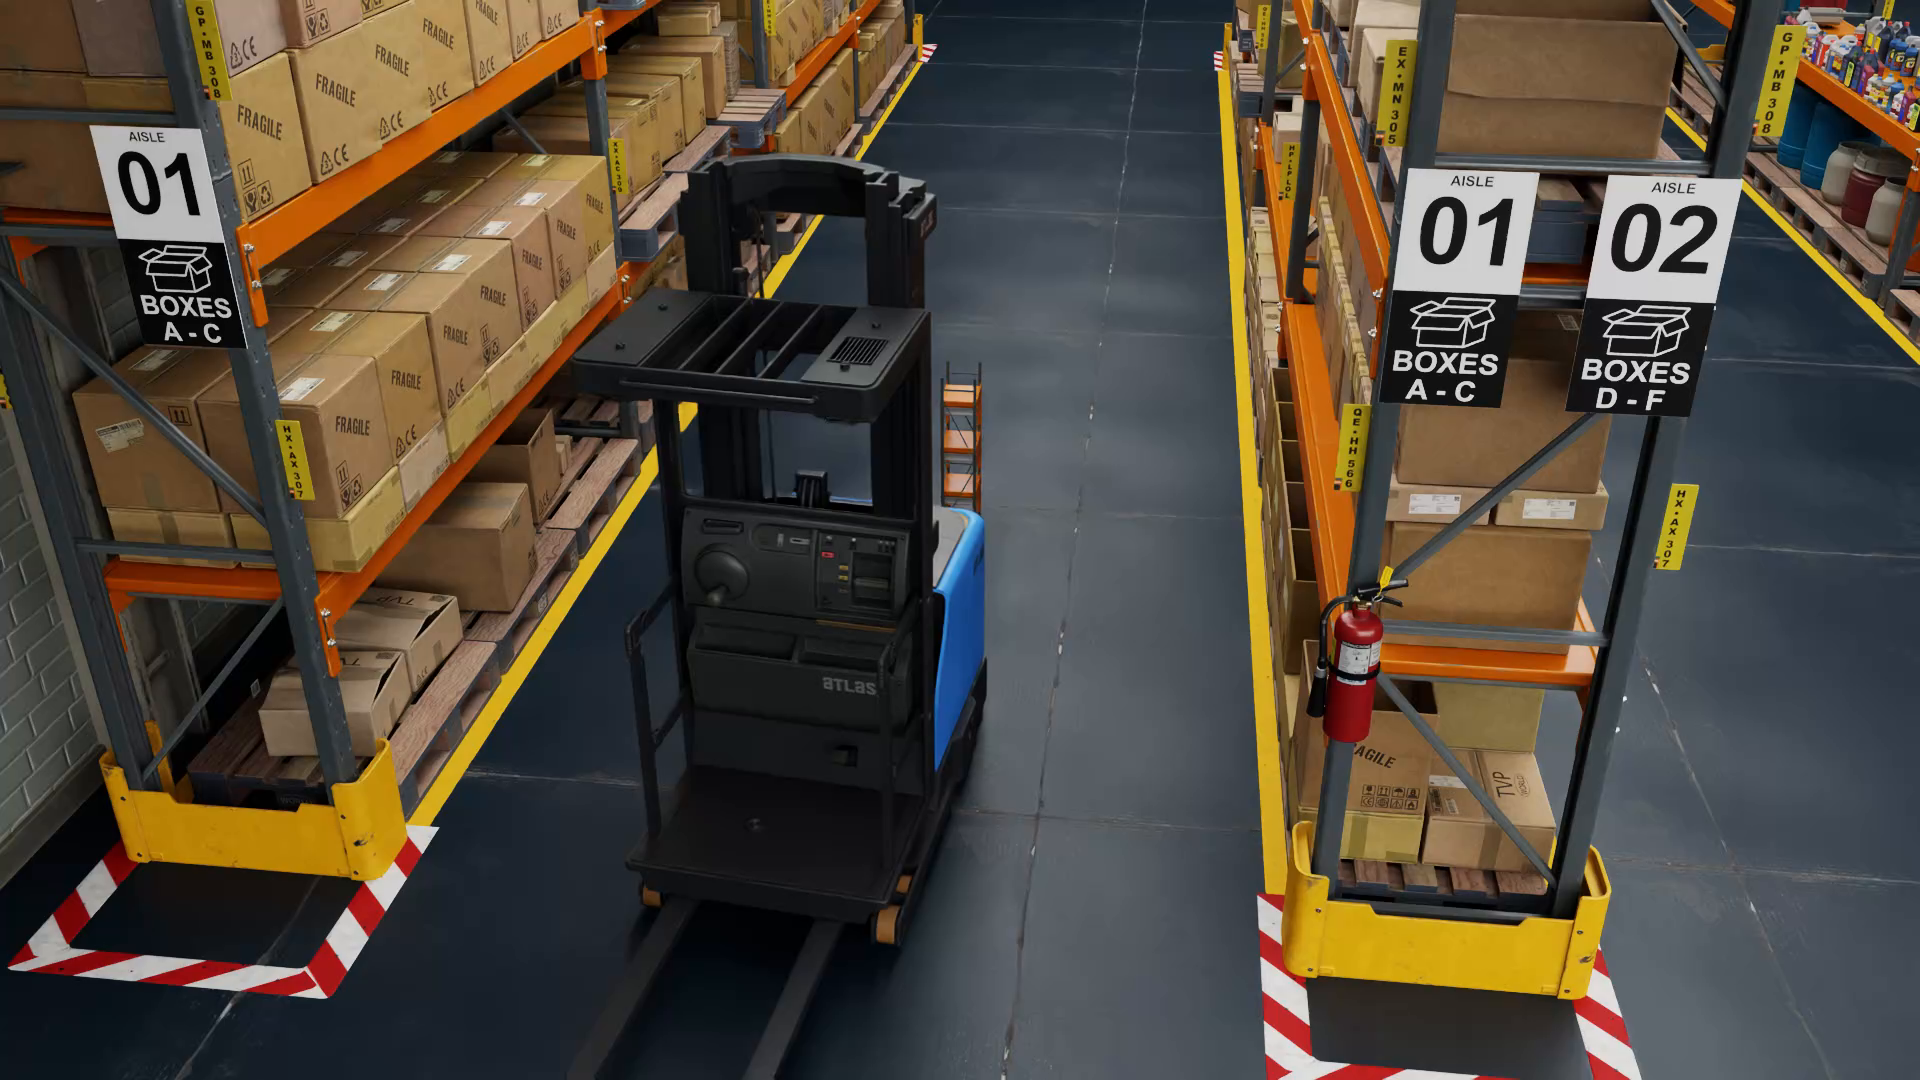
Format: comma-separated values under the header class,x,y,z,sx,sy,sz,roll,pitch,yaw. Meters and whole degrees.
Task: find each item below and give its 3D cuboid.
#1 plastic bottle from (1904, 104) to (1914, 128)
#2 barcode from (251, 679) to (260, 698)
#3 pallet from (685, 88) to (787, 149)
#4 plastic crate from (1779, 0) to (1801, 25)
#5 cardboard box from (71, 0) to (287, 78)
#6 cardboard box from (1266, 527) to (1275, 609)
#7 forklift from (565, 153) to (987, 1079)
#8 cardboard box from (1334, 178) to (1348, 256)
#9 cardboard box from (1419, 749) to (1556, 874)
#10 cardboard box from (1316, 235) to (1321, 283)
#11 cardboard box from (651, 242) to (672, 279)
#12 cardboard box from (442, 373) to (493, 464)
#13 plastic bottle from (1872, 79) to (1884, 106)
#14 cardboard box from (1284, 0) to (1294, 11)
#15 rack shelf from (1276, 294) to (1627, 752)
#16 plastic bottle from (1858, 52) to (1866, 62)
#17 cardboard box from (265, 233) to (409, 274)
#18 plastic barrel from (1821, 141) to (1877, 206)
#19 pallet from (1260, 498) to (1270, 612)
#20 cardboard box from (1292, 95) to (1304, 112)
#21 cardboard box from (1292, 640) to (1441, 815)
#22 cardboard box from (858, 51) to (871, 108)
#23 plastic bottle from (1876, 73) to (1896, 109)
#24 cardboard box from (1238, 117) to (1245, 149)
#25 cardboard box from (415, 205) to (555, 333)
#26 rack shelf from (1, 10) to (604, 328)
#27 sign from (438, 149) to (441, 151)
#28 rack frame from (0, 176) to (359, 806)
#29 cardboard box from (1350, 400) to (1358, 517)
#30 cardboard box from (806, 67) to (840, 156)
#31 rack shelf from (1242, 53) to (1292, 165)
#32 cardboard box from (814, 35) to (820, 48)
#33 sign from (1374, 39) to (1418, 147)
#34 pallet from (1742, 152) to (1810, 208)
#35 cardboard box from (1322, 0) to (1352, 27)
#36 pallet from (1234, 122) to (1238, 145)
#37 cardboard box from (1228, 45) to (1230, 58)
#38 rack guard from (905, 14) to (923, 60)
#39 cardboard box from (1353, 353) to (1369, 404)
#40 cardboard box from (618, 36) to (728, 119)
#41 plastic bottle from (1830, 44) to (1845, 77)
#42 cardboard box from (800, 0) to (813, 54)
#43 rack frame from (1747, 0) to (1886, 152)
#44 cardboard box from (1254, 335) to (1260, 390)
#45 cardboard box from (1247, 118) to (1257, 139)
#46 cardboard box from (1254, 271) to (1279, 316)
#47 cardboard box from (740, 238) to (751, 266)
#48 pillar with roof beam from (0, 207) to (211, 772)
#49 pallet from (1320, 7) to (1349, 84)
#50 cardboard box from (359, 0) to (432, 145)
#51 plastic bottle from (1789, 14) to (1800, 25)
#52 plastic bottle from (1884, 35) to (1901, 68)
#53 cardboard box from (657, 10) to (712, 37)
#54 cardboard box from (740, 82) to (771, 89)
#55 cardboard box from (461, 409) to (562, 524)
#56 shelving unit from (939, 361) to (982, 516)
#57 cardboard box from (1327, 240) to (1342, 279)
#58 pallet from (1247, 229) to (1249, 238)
class,x,y,z,sx,sy,sz,roll,pitch,yaw
plastic bottle,7.439,-3.319,12.958,0.097,0.201,0.097,0,28,0
barcode,-3.252,0.686,7.676,0.001,0.075,0.075,3,28,6
pallet,-2.033,-3.288,12.893,1.213,0.211,1.003,3,28,6
plastic crate,7.990,-5.280,16.342,0.392,0.384,0.575,3,28,6
cardboard box,-2.744,-1.929,5.825,0.500,0.500,0.500,1,28,3
cardboard box,1.885,0.151,8.763,0.500,0.250,0.500,3,28,6
forklift,-0.702,0.145,6.390,1.130,2.935,3.031,6,29,11
cardboard box,2.266,-1.713,8.294,0.700,0.500,0.500,3,28,6
cardboard box,2.172,1.124,6.957,0.500,0.250,0.500,3,28,6
cardboard box,2.392,-1.713,9.926,0.500,0.250,0.500,5,29,9
cardboard box,-2.357,-2.055,11.782,0.500,0.250,0.500,3,28,5
cardboard box,-2.539,-0.587,7.814,0.500,0.250,0.500,3,28,5
plastic bottle,7.527,-3.657,13.585,0.097,0.201,0.097,0,28,0
cardboard box,3.132,-4.379,14.168,0.700,0.500,0.500,9,30,16
rack shelf,2.130,-0.287,7.878,1.077,0.370,4.000,3,28,6
plastic bottle,7.646,-3.986,14.110,0.061,0.283,0.133,3,28,6
cardboard box,-2.993,-1.172,8.110,0.500,0.500,0.500,4,29,7
plastic barrel,7.943,-3.262,14.822,0.421,0.512,0.421,0,28,0
pallet,2.236,0.054,9.426,1.003,0.211,1.213,3,28,6
cardboard box,2.777,-3.220,12.658,0.500,0.311,0.500,5,29,9
cardboard box,1.655,0.764,6.836,0.500,0.500,0.500,3,28,6
cardboard box,-1.368,-5.027,18.112,0.700,0.500,0.500,4,29,7
plastic bottle,7.515,-3.642,13.483,0.097,0.271,0.097,0,28,0
cardboard box,3.054,-4.190,16.537,0.500,0.500,0.500,2,28,4
cardboard box,-2.420,-1.392,8.517,0.500,0.500,0.500,3,28,5
rack shelf,-2.787,-1.894,7.698,1.077,0.370,4.000,3,28,6
sign,-3.093,-2.371,9.768,0.100,0.325,0.005,3,28,6
rack frame,-3.032,0.052,6.491,1.000,3.000,0.127,3,28,6
cardboard box,2.081,-0.406,7.236,0.700,0.500,0.500,4,29,7
cardboard box,-1.618,-4.103,16.028,0.750,0.750,0.750,4,29,8
rack shelf,3.110,-4.053,14.868,1.077,0.370,4.000,3,28,6
cardboard box,-1.521,-4.724,15.600,0.380,0.149,0.250,3,28,5
sign,1.348,-1.376,5.128,0.100,0.325,0.005,3,28,6
pallet,8.135,-3.433,15.899,1.003,0.211,1.213,3,28,6
cardboard box,1.986,-2.597,7.749,0.500,0.311,0.500,2,28,3
pallet,3.441,-4.406,17.706,1.003,0.211,1.213,3,28,6
cardboard box,3.423,-5.845,19.960,0.380,0.166,0.250,3,28,6
rack guard,-1.068,-6.391,21.085,1.175,0.500,0.348,3,28,6
cardboard box,1.870,-0.668,7.038,0.380,0.149,0.250,4,29,8
cardboard box,-2.141,-3.465,12.450,0.700,0.500,0.500,1,28,1
plastic bottle,7.653,-4.171,14.465,0.097,0.271,0.097,0,28,0
cardboard box,-1.603,-4.591,14.669,0.500,0.500,0.500,3,28,6
rack frame,8.271,-5.021,15.908,1.000,3.000,0.127,3,28,6
cardboard box,2.264,-1.210,11.290,0.500,0.250,0.500,4,29,7
cardboard box,2.871,-3.814,15.047,0.500,0.250,0.500,3,28,5
cardboard box,2.327,-1.690,11.589,0.500,0.311,0.500,3,28,6
cardboard box,-2.088,-2.465,13.335,0.700,0.500,0.500,4,29,7
pillar with roof beam,0.468,-2.719,5.309,9.100,9.000,0.400,3,28,6
pallet,2.296,-2.424,8.017,1.003,0.211,1.213,3,28,6
cardboard box,-2.582,-1.960,6.936,0.500,0.500,0.500,5,29,9
plastic bottle,7.786,-4.759,15.544,0.061,0.283,0.133,3,28,6
plastic bottle,8.311,-4.349,14.796,0.097,0.271,0.097,0,28,0
cardboard box,-2.089,-3.921,12.612,0.380,0.149,0.250,-1,28,-2
cardboard box,-1.781,-3.754,13.799,0.380,0.149,0.250,3,28,5
cardboard box,-2.629,-0.433,9.564,0.500,0.500,0.500,1,28,2
shelving unit,0.007,-0.487,9.548,0.215,1.050,0.252,3,28,6
cardboard box,2.059,-1.396,8.389,0.380,0.149,0.250,3,28,6
pallet,2.994,-2.549,14.260,1.003,0.211,1.213,3,28,6
